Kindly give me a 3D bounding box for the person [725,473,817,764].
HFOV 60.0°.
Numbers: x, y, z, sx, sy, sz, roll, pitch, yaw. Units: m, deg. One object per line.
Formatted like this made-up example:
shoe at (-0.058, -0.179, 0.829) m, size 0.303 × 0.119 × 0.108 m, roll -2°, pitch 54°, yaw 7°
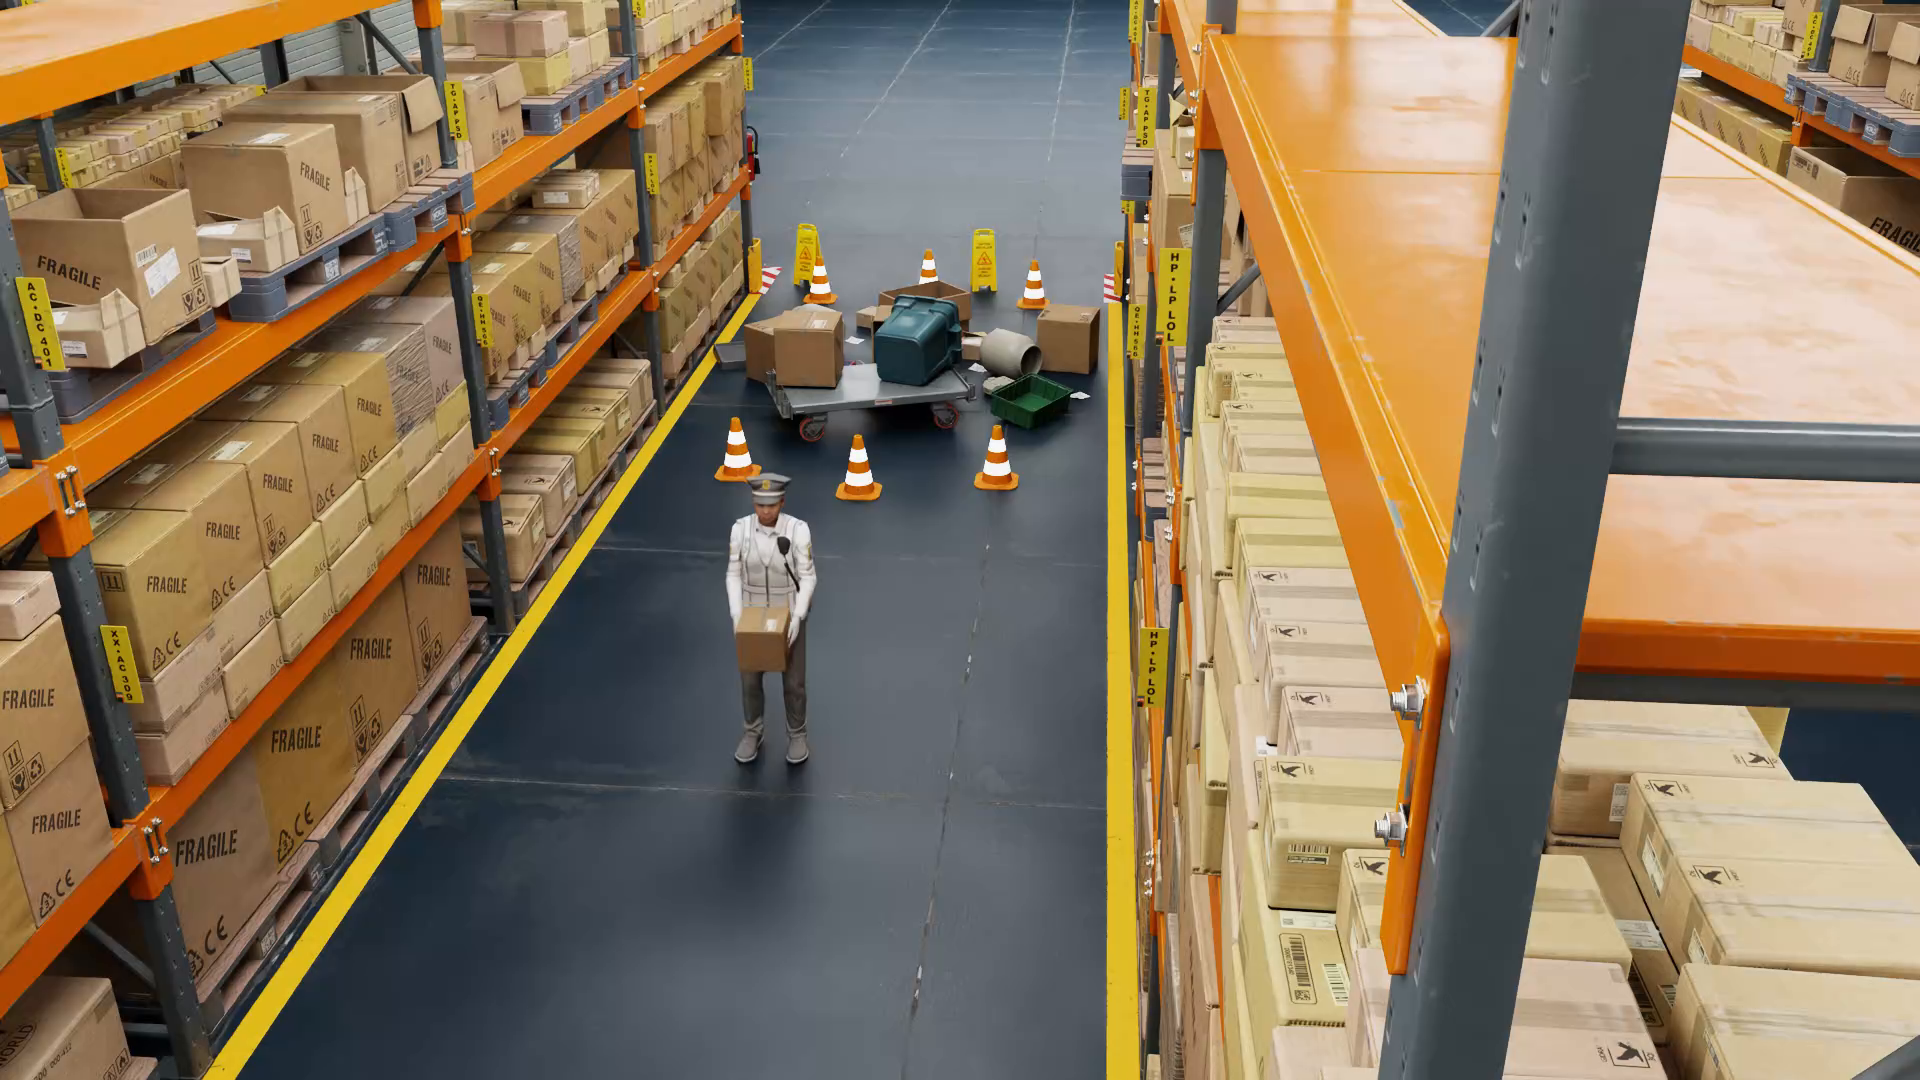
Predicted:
person at (-1.029, 0.431, 9.021) m, size 0.481 × 1.687 × 0.439 m, roll 2°, pitch 25°, yaw 3°
